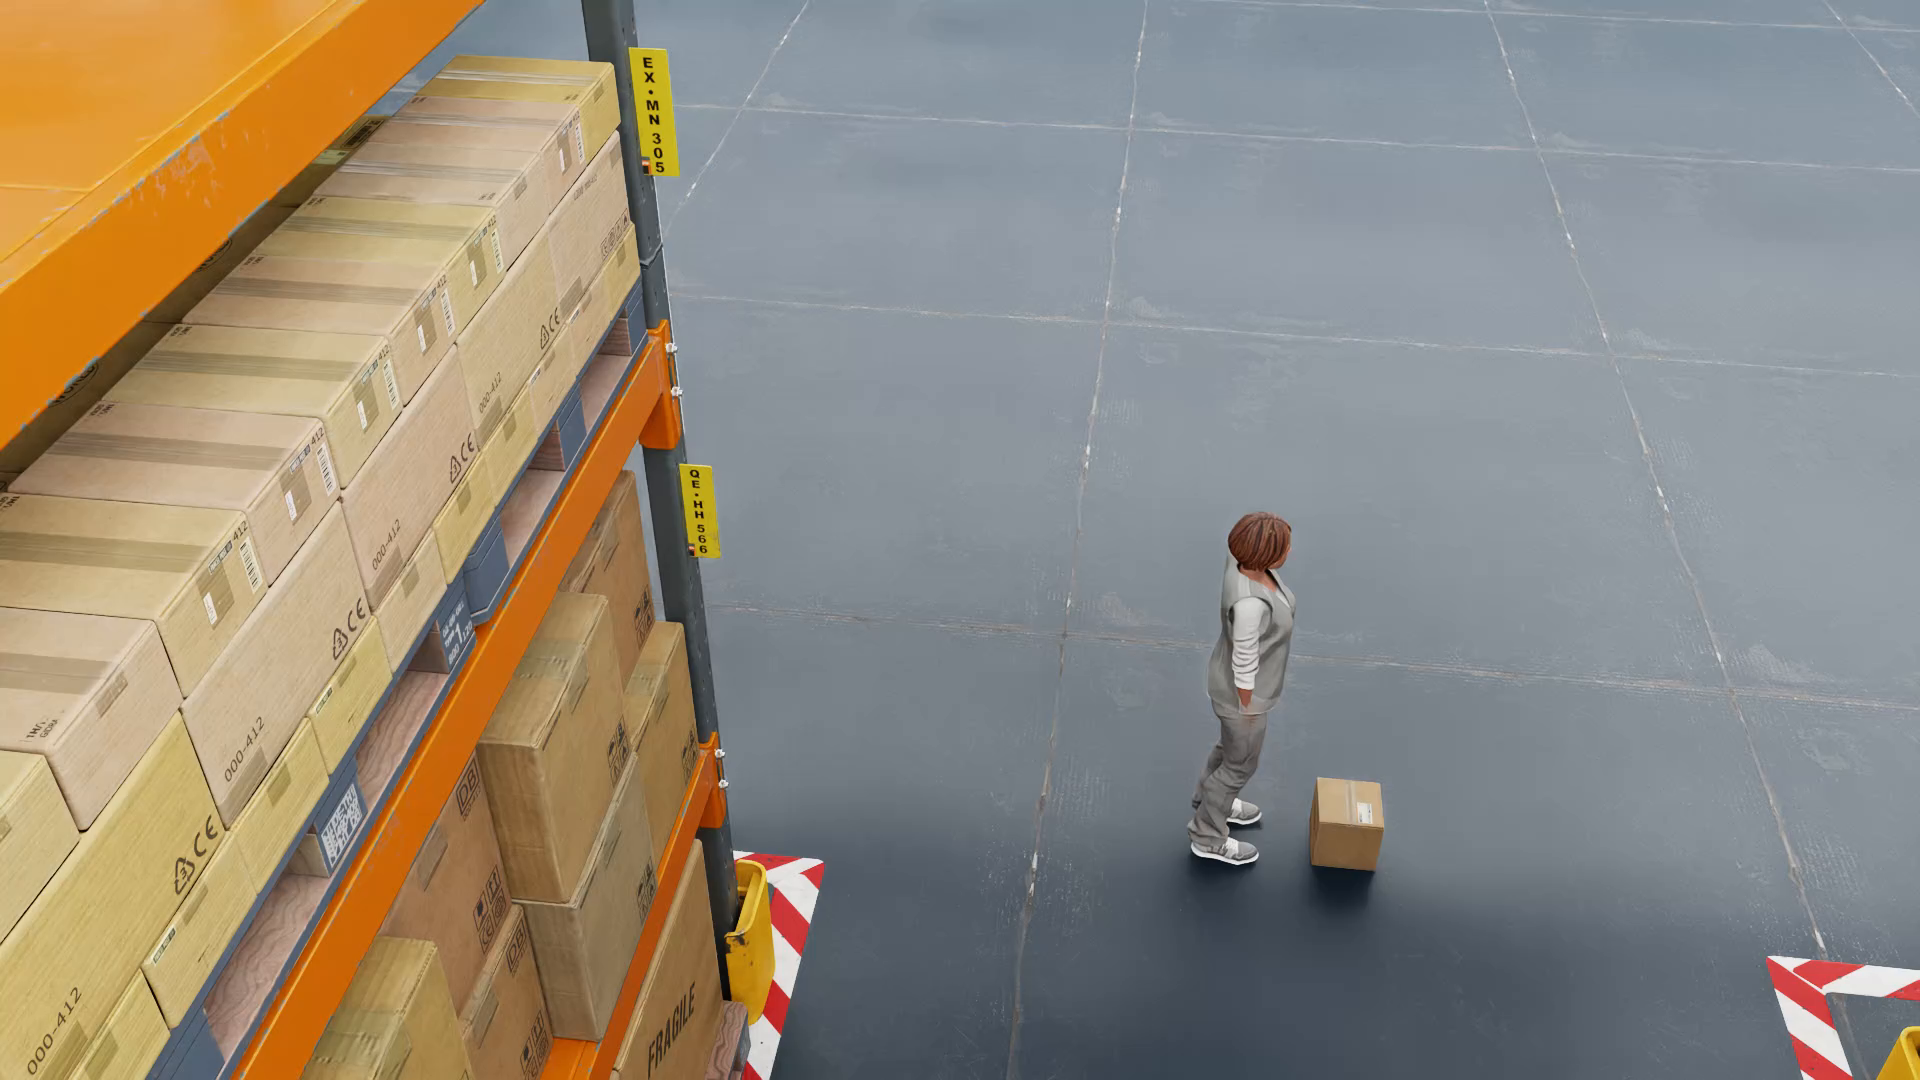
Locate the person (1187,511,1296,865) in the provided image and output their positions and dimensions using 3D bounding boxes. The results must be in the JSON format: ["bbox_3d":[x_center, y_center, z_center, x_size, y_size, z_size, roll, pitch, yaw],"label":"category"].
[{"bbox_3d":[1.076,0.551,6.307,0.310,1.596,0.406,5,37,7],"label":"person"}]
